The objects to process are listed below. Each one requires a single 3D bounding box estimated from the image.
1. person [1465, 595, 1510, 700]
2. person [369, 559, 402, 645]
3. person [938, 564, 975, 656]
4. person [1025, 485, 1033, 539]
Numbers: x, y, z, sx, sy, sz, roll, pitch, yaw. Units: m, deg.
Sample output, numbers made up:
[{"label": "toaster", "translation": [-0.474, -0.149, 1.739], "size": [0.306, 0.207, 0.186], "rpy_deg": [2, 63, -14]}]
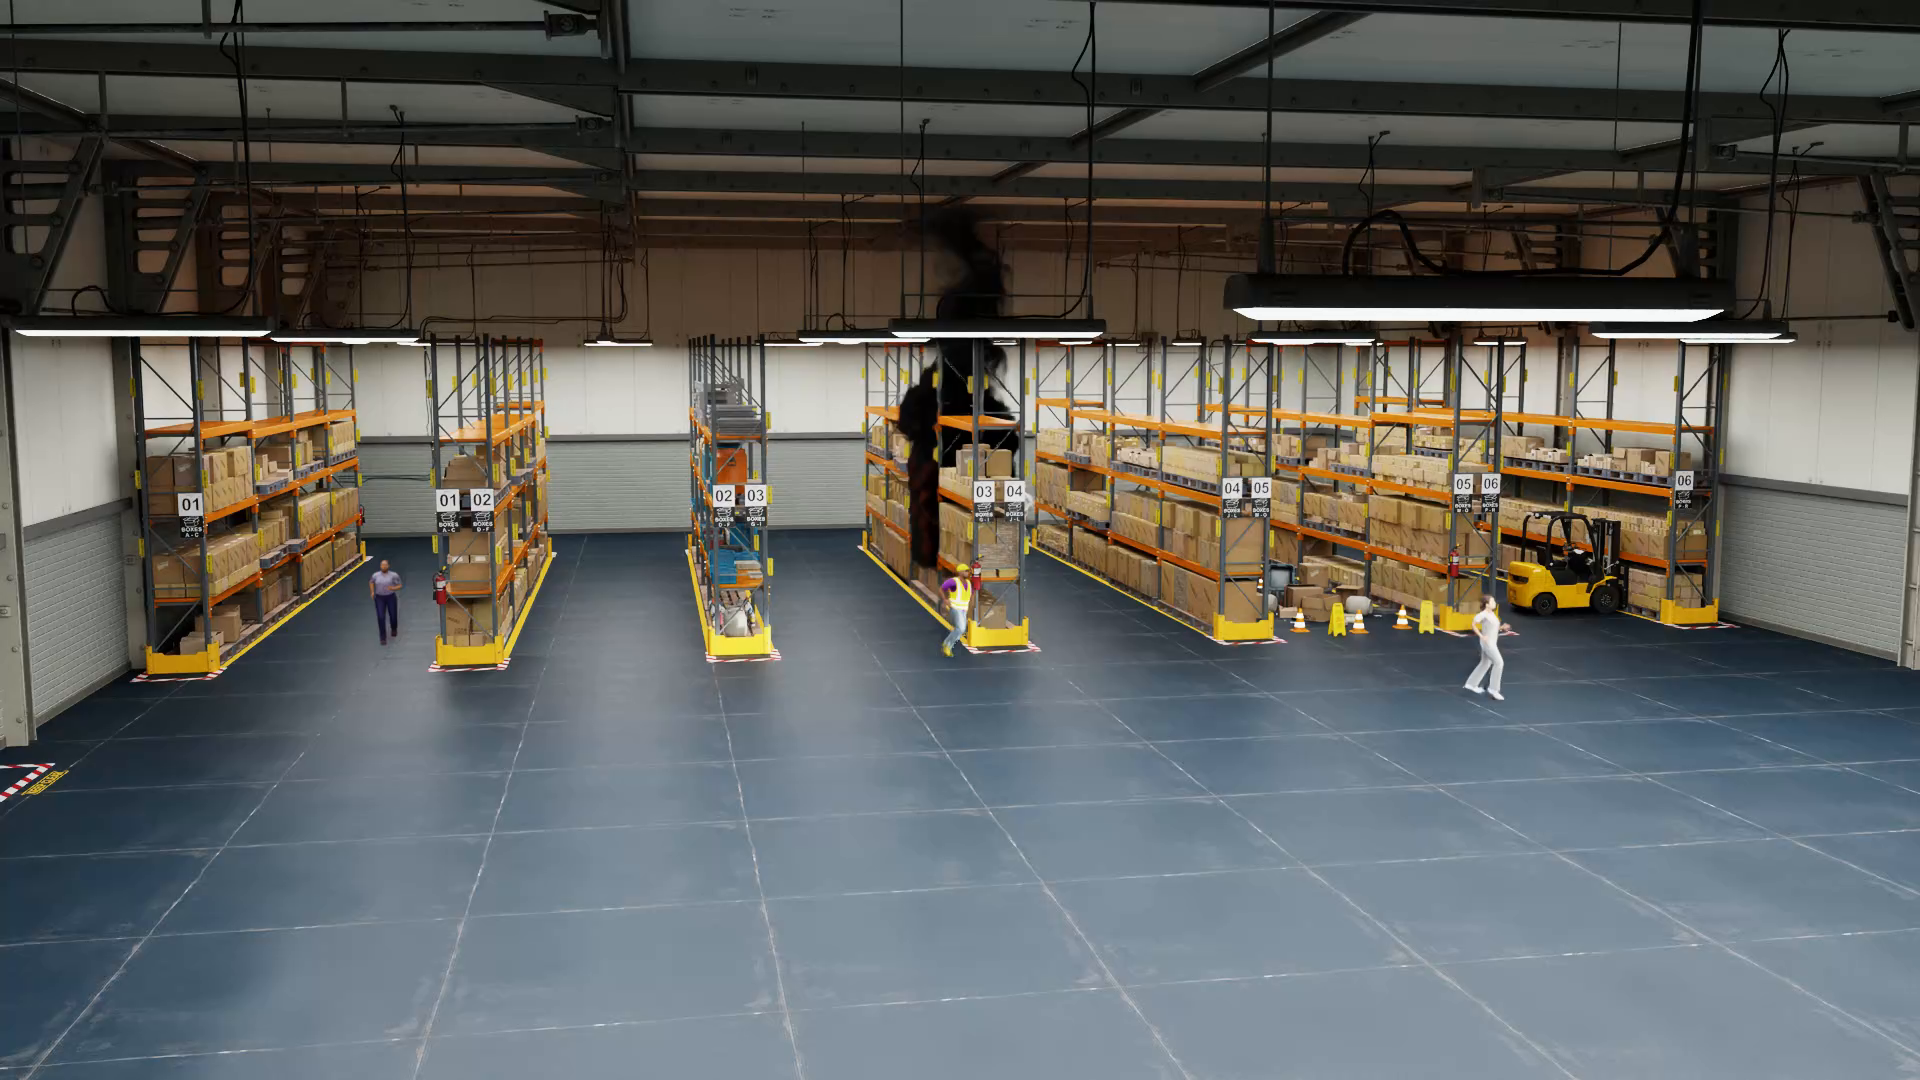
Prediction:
[{"label": "person", "translation": [8.695, 1.758, 27.405], "size": [0.712, 1.723, 0.546], "rpy_deg": [4, 7, 29]}, {"label": "person", "translation": [-11.208, 1.187, 32.467], "size": [0.615, 1.624, 0.918], "rpy_deg": [-2, 7, -16]}, {"label": "person", "translation": [-0.001, 1.309, 31.107], "size": [0.588, 1.725, 0.721], "rpy_deg": [5, 9, 40]}, {"label": "person", "translation": [1.850, -0.814, 49.694], "size": [0.647, 1.732, 0.780], "rpy_deg": [-2, 7, -14]}]
